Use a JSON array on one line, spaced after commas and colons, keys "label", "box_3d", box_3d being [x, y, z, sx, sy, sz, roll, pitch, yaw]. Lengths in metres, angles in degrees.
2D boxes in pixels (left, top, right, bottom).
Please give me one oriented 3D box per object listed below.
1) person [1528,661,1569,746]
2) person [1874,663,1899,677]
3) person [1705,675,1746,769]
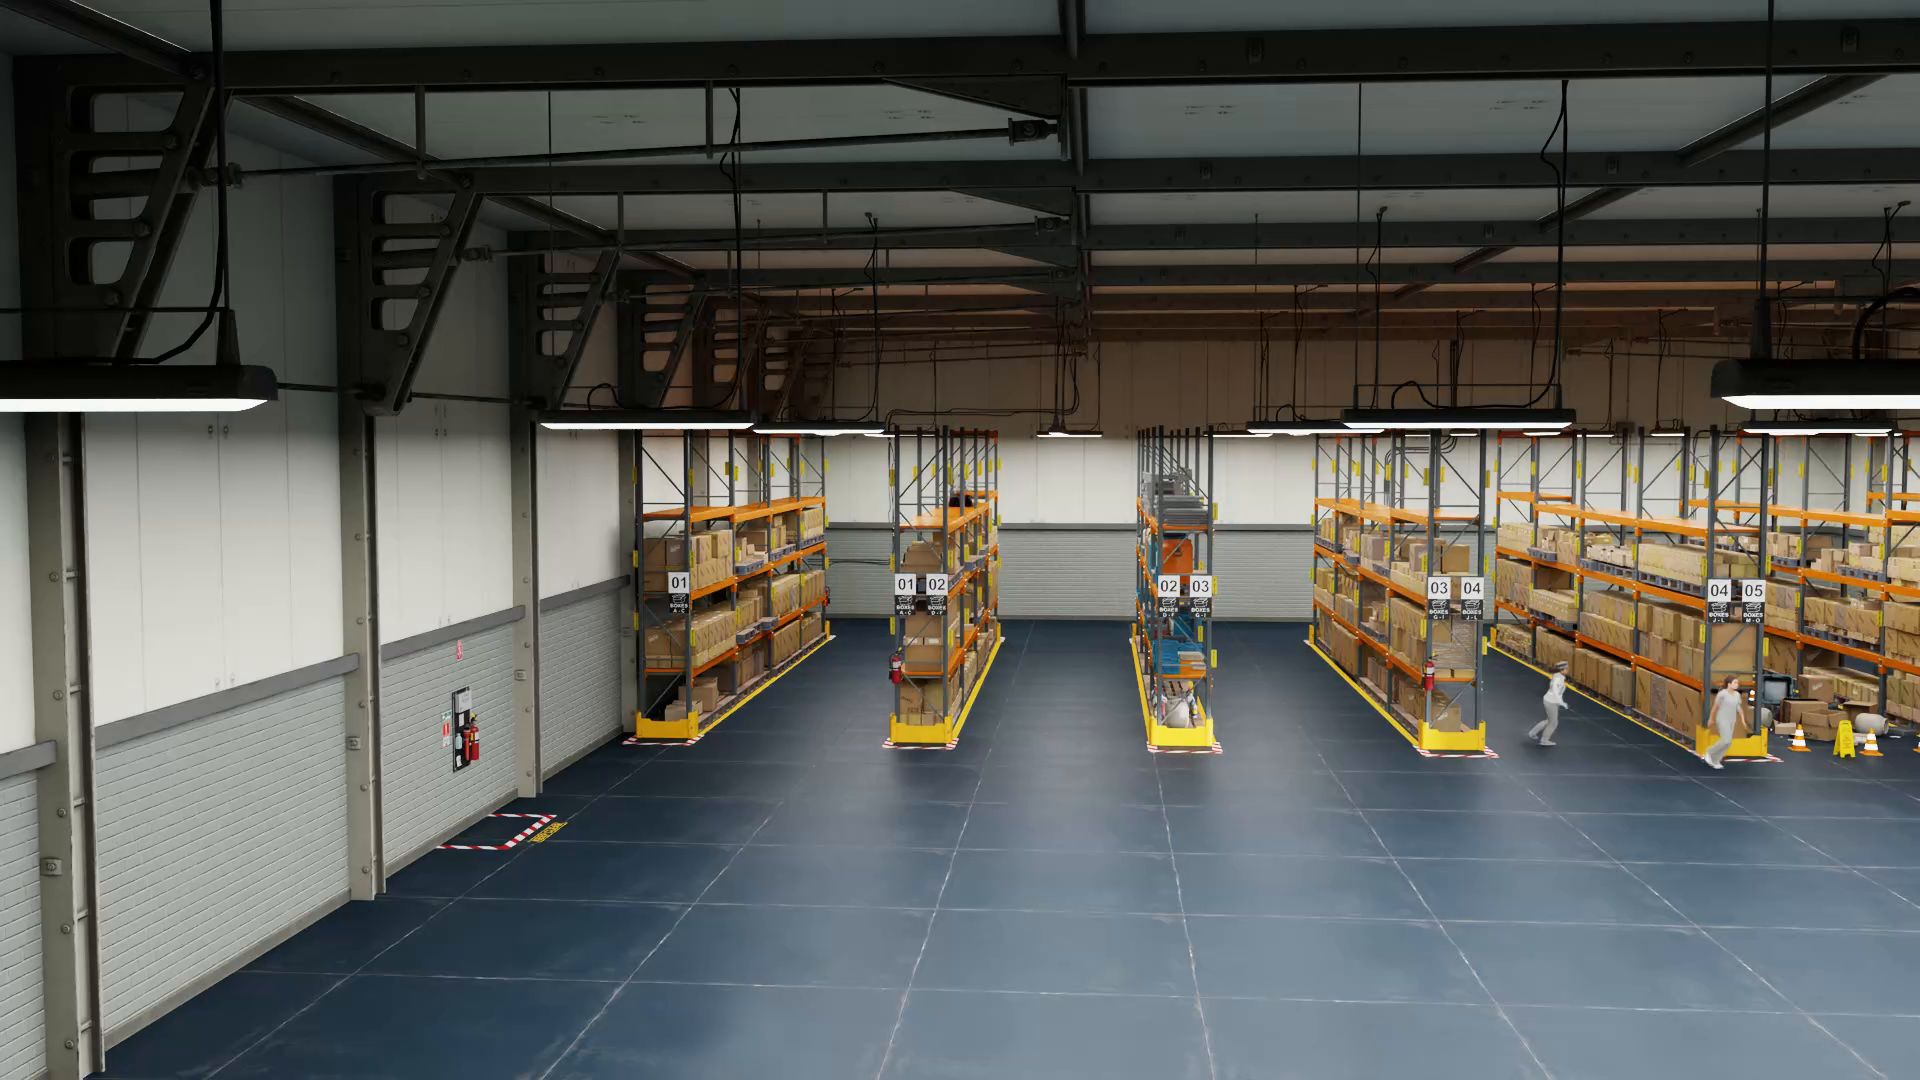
[{"label": "person", "box_3d": [11.020, 3.047, 31.123, 0.714, 1.605, 0.574, 1, 4, 21]}, {"label": "person", "box_3d": [21.603, 2.515, 38.711, 0.630, 1.781, 0.941, 0, 3, -6]}, {"label": "person", "box_3d": [13.305, 3.166, 28.931, 0.566, 1.647, 0.544, -1, 4, -24]}]
